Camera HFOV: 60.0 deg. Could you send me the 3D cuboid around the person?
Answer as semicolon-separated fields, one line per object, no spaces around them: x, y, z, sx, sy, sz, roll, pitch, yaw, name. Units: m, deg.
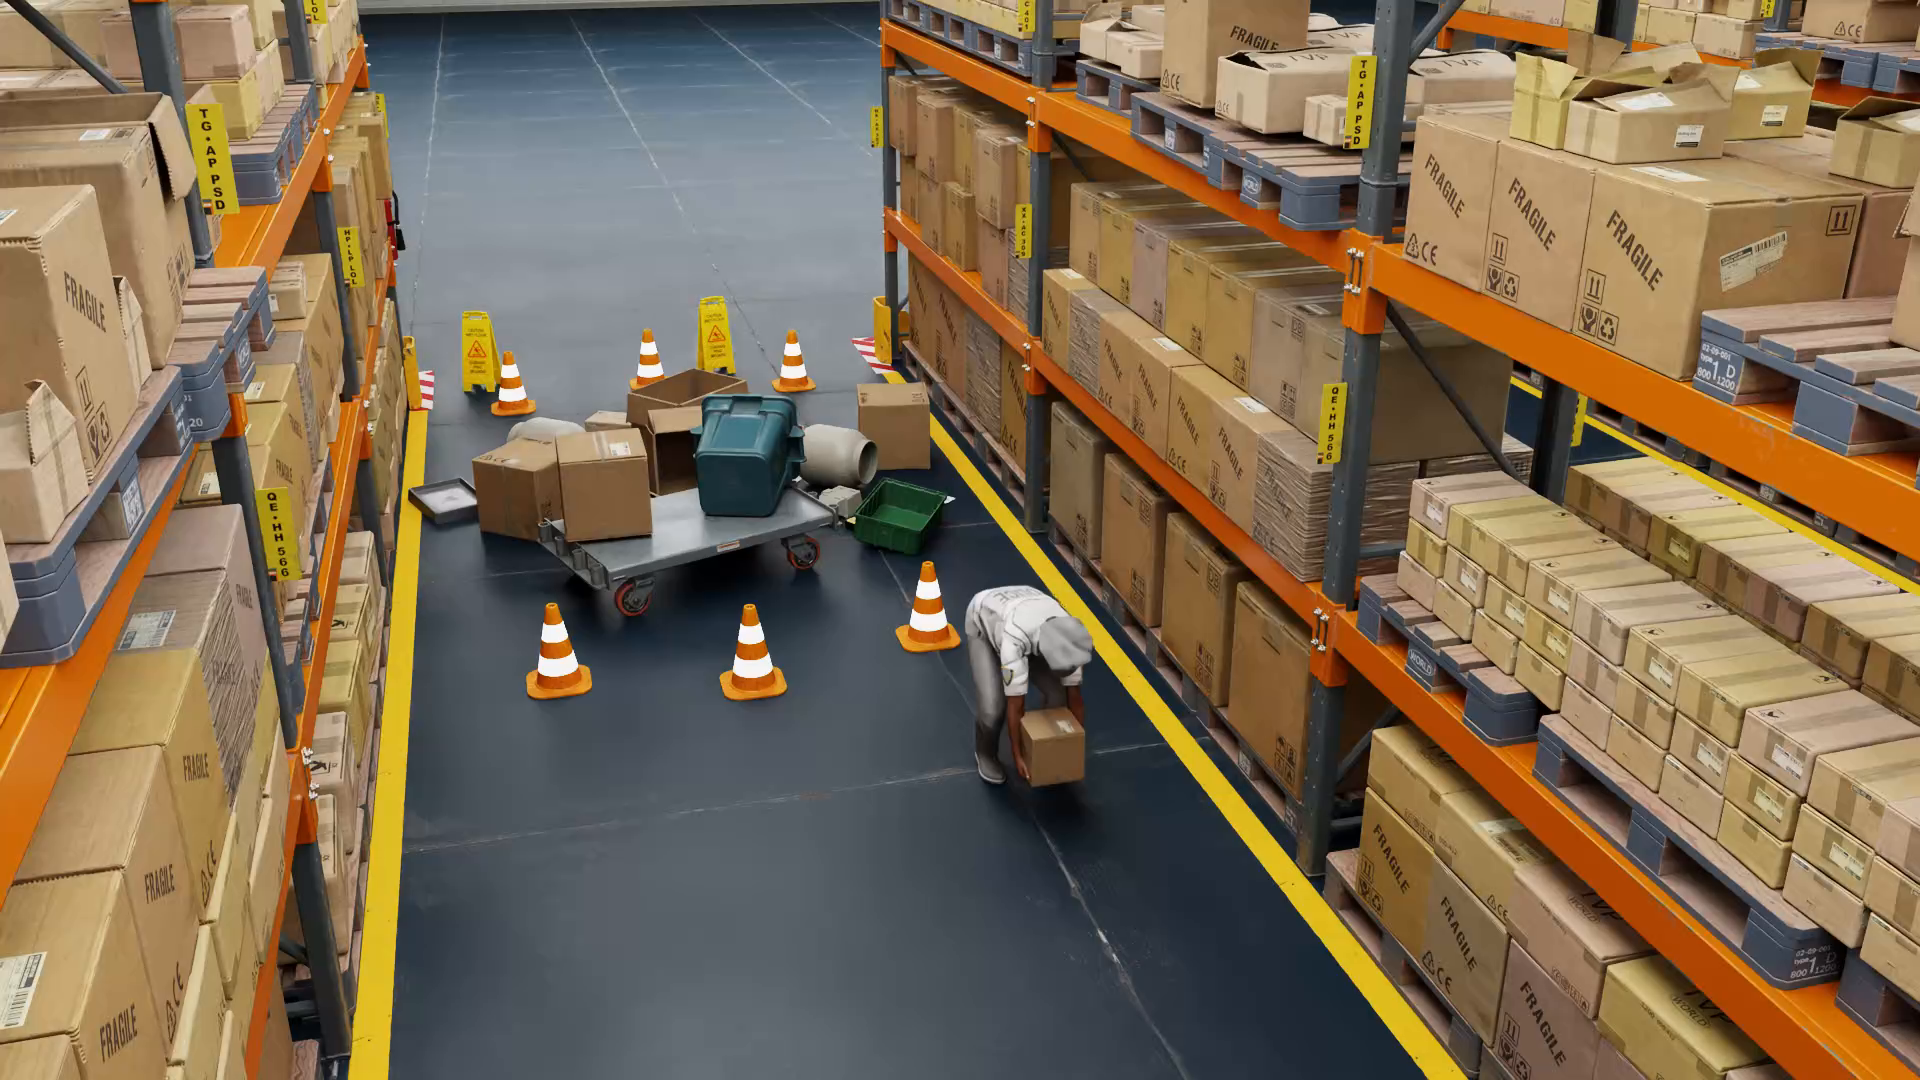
0.317;0.705;7.754;0.452;1.030;0.932;-8;24;-17;person
